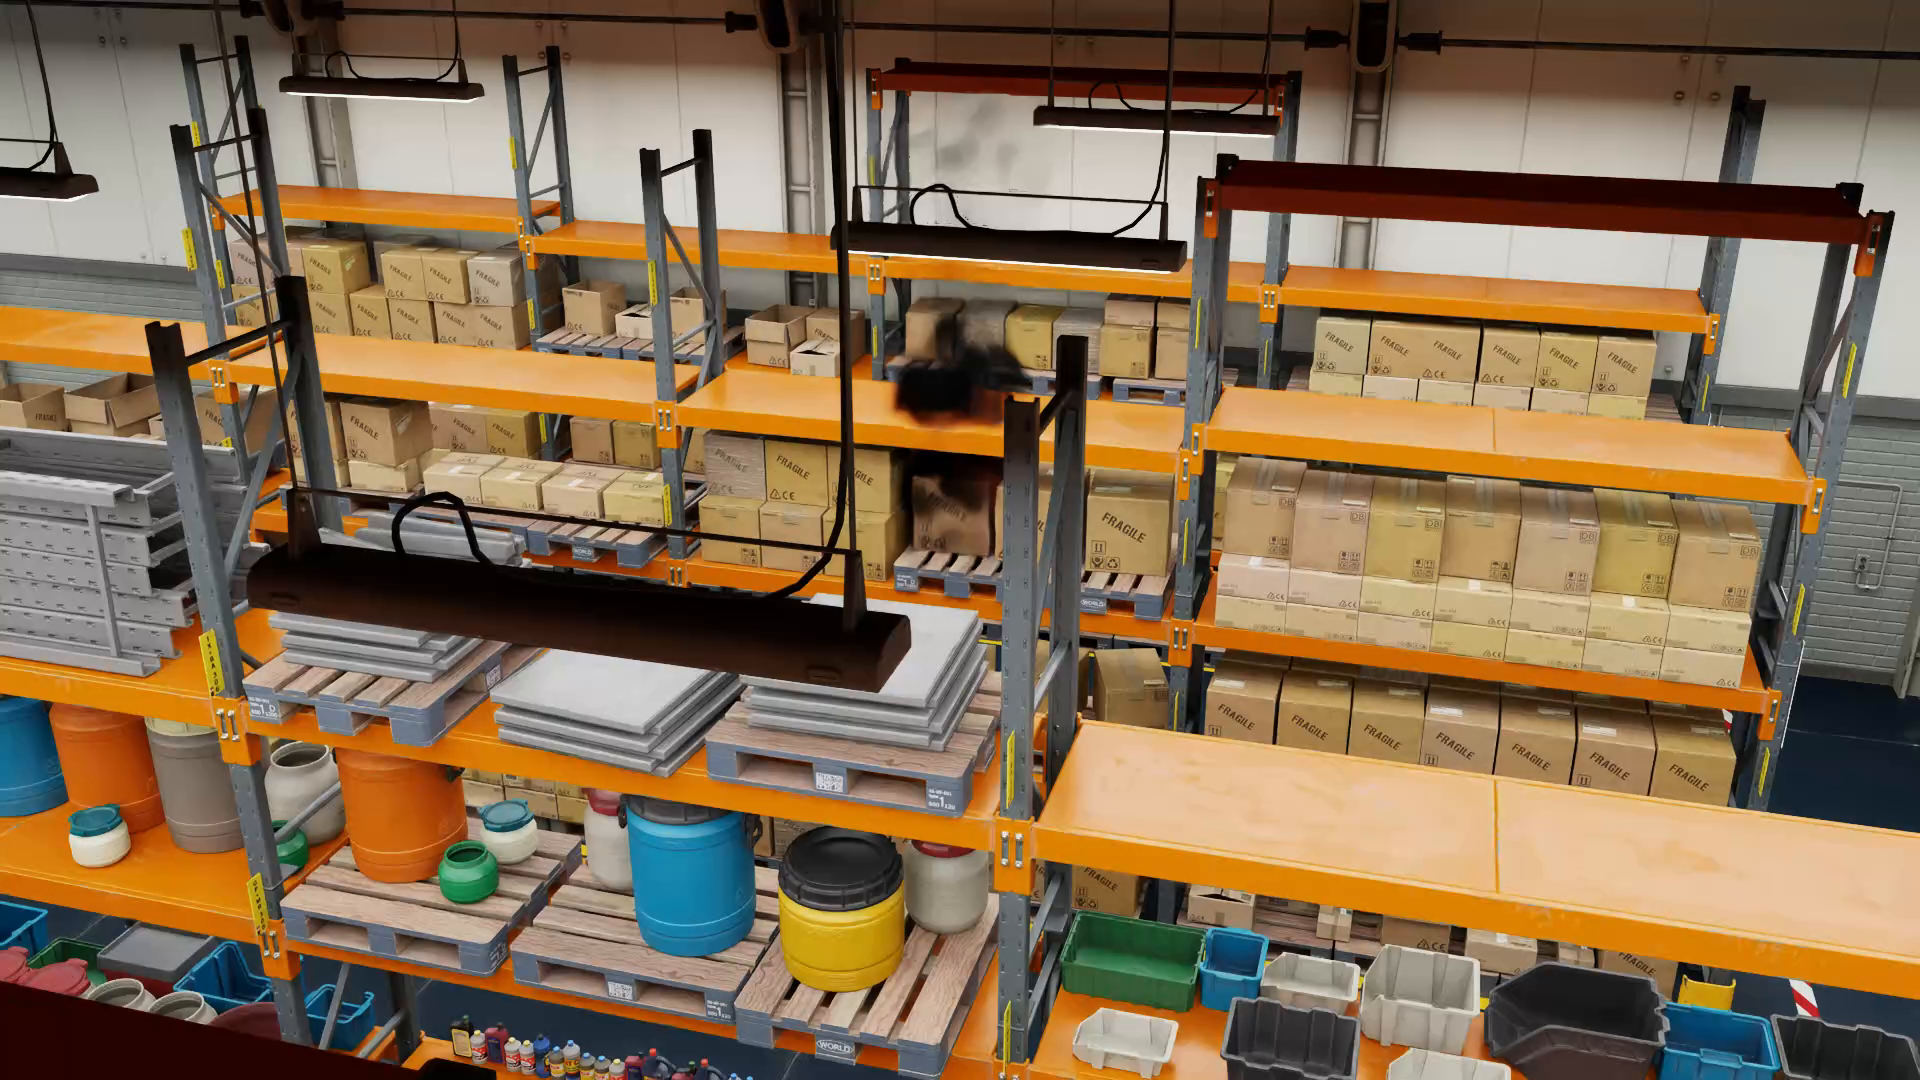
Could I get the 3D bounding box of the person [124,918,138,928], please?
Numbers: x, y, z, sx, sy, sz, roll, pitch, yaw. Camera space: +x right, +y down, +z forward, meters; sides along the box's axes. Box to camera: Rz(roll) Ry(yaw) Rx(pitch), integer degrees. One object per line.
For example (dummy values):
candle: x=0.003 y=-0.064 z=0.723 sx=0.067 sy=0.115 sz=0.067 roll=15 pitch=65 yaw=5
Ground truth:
person: x=-6.056 y=2.594 z=12.245 sx=0.682 sy=1.544 sz=0.549 roll=5 pitch=23 yaw=12
